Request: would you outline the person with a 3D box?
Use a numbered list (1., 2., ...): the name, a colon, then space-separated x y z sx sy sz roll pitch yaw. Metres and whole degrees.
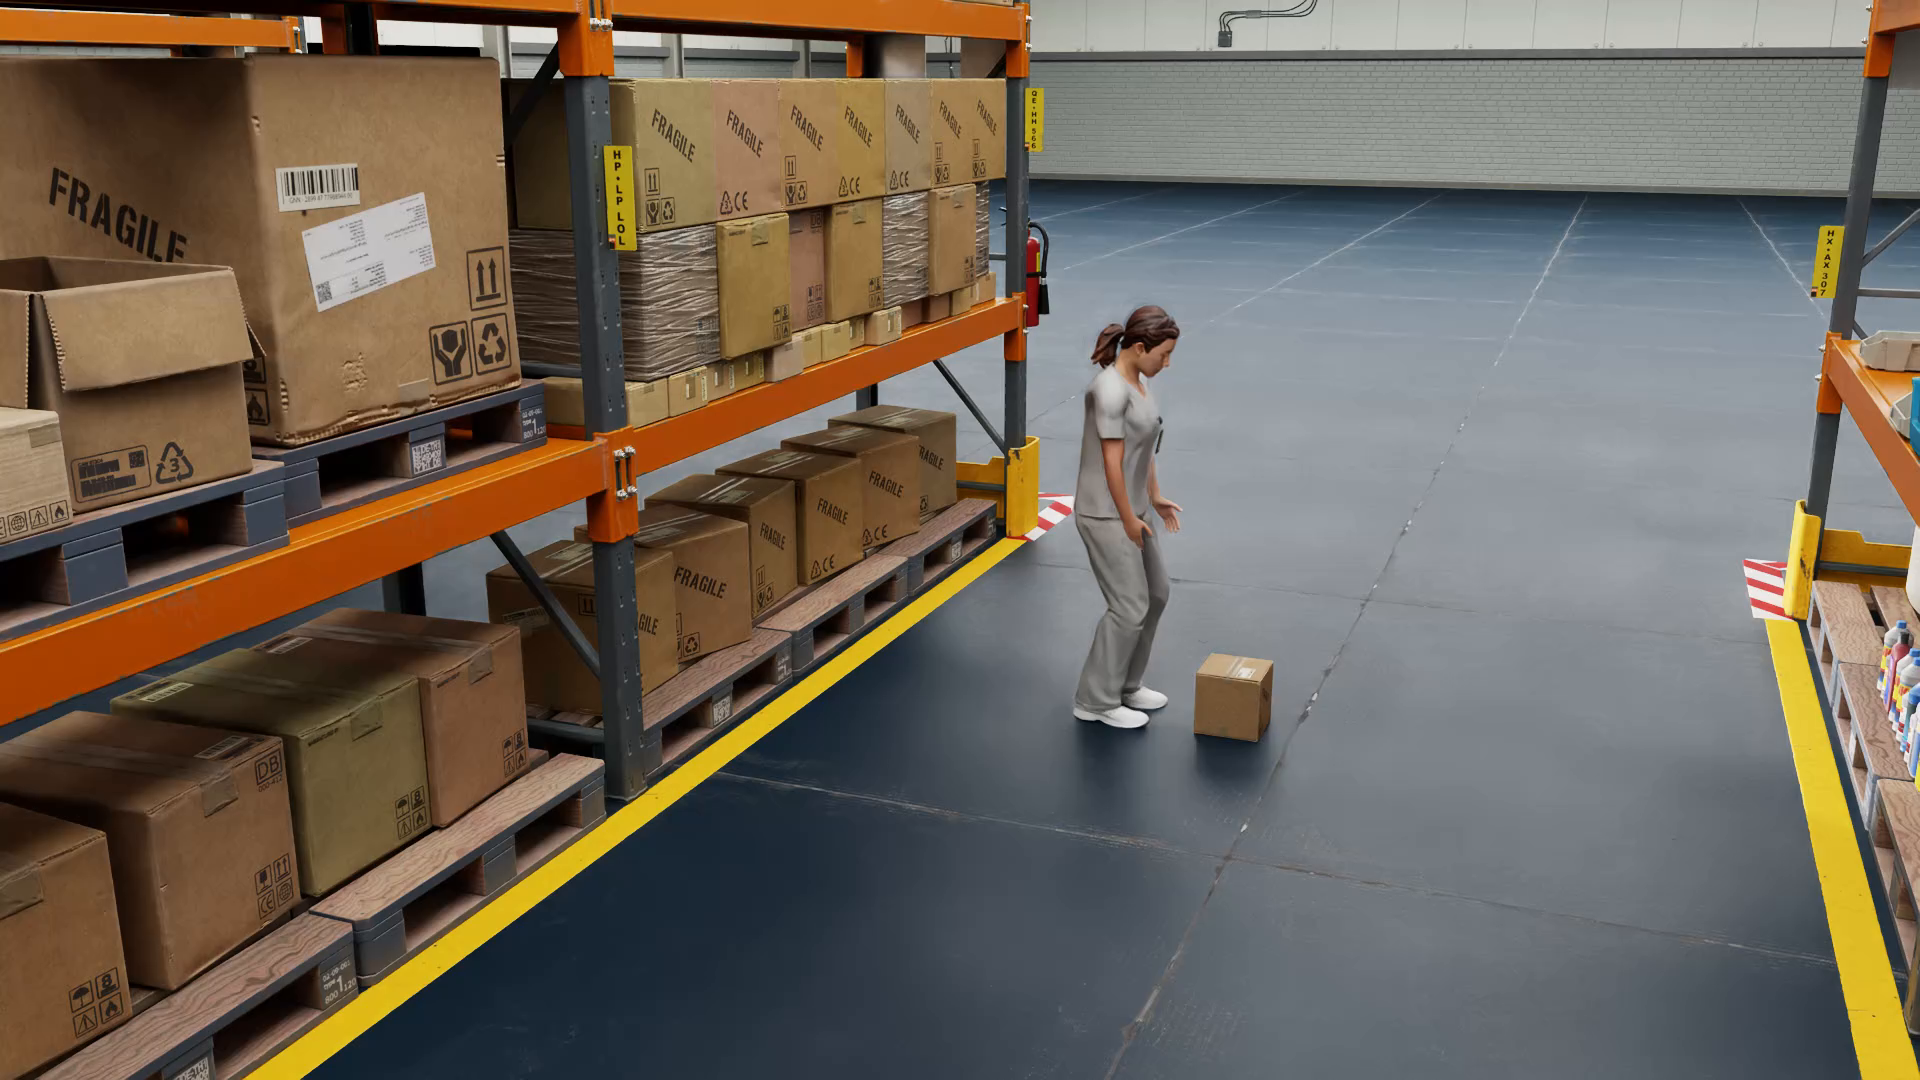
1. person: 0.648 -0.100 6.478 0.370 1.637 0.458 6 17 22
